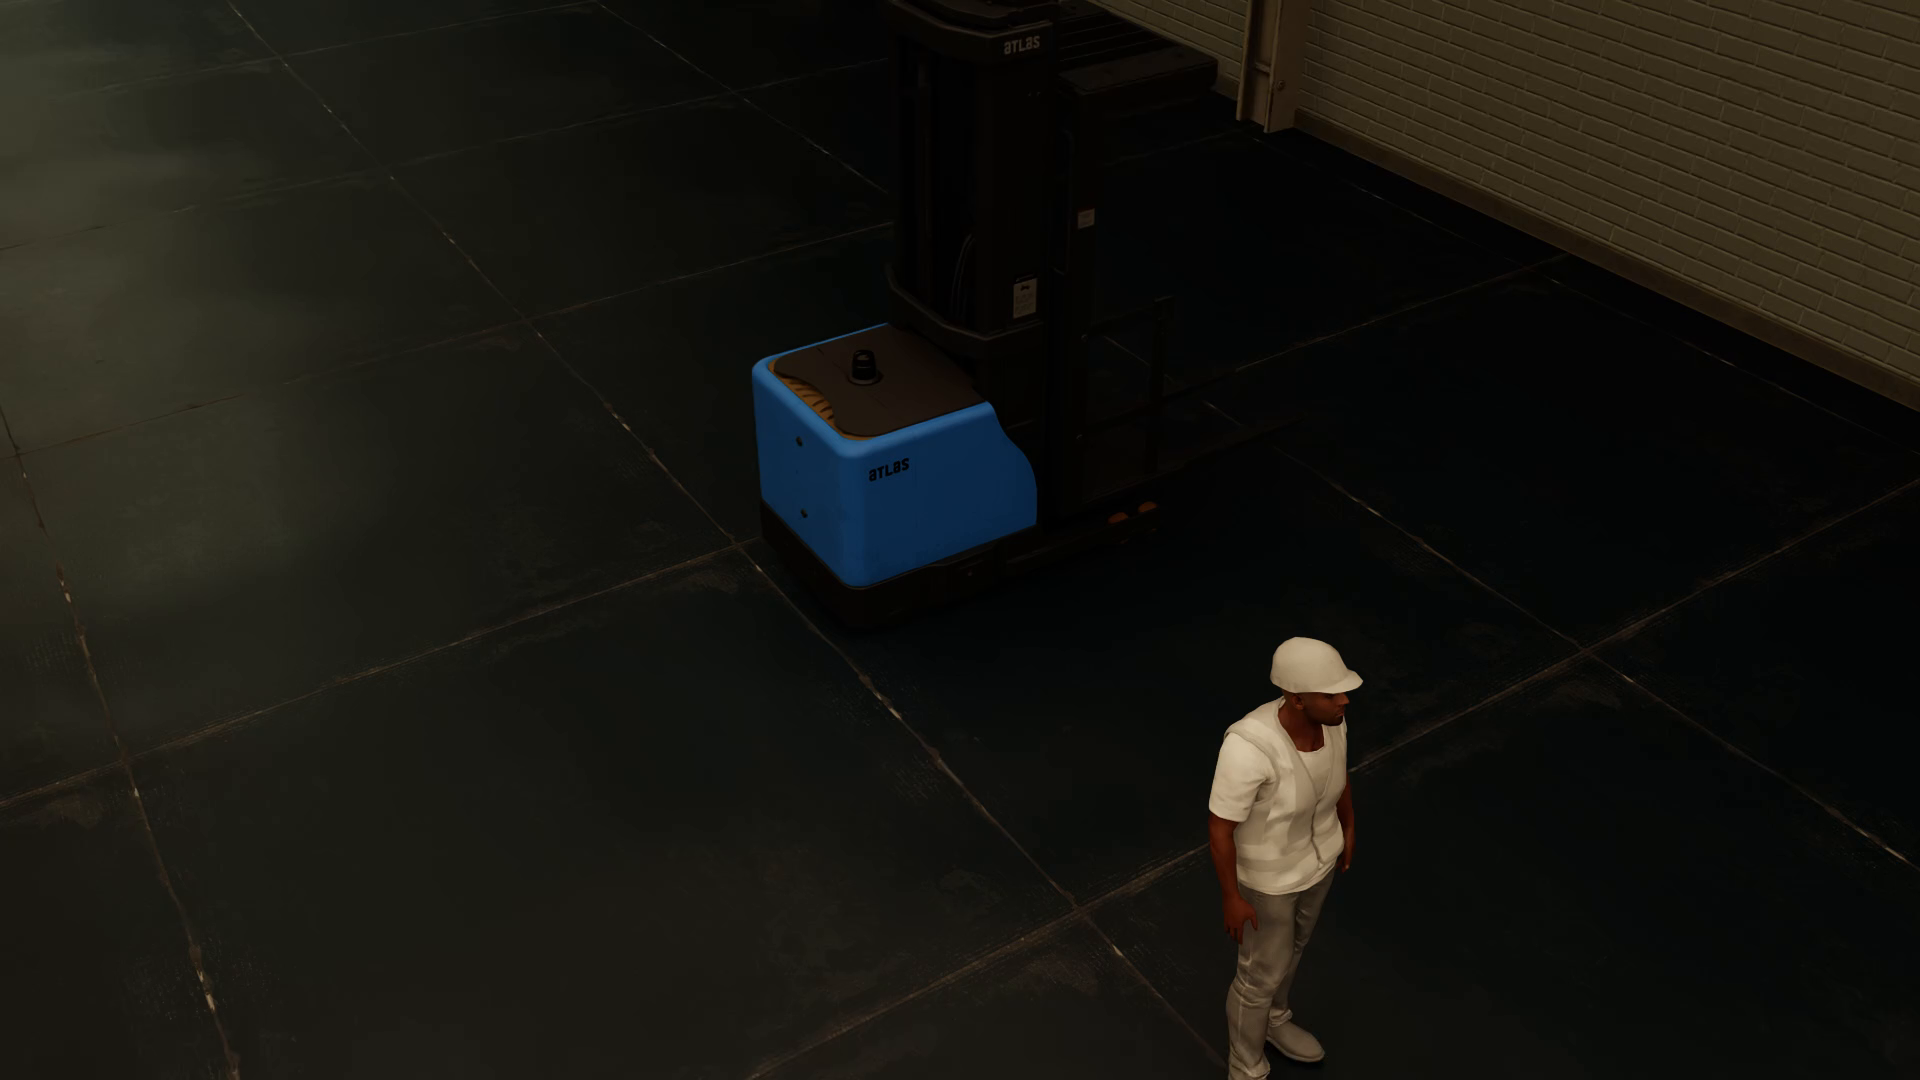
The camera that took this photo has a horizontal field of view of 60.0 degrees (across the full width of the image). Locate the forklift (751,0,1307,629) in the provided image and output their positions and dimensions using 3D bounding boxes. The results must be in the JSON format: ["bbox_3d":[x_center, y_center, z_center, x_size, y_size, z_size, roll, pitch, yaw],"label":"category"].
[{"bbox_3d":[0.489,-1.411,8.155,3.031,2.935,1.130,-20,40,-26],"label":"forklift"}]

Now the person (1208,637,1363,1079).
[{"bbox_3d":[1.143,1.113,5.564,0.665,1.765,0.577,-27,43,-33],"label":"person"}]
